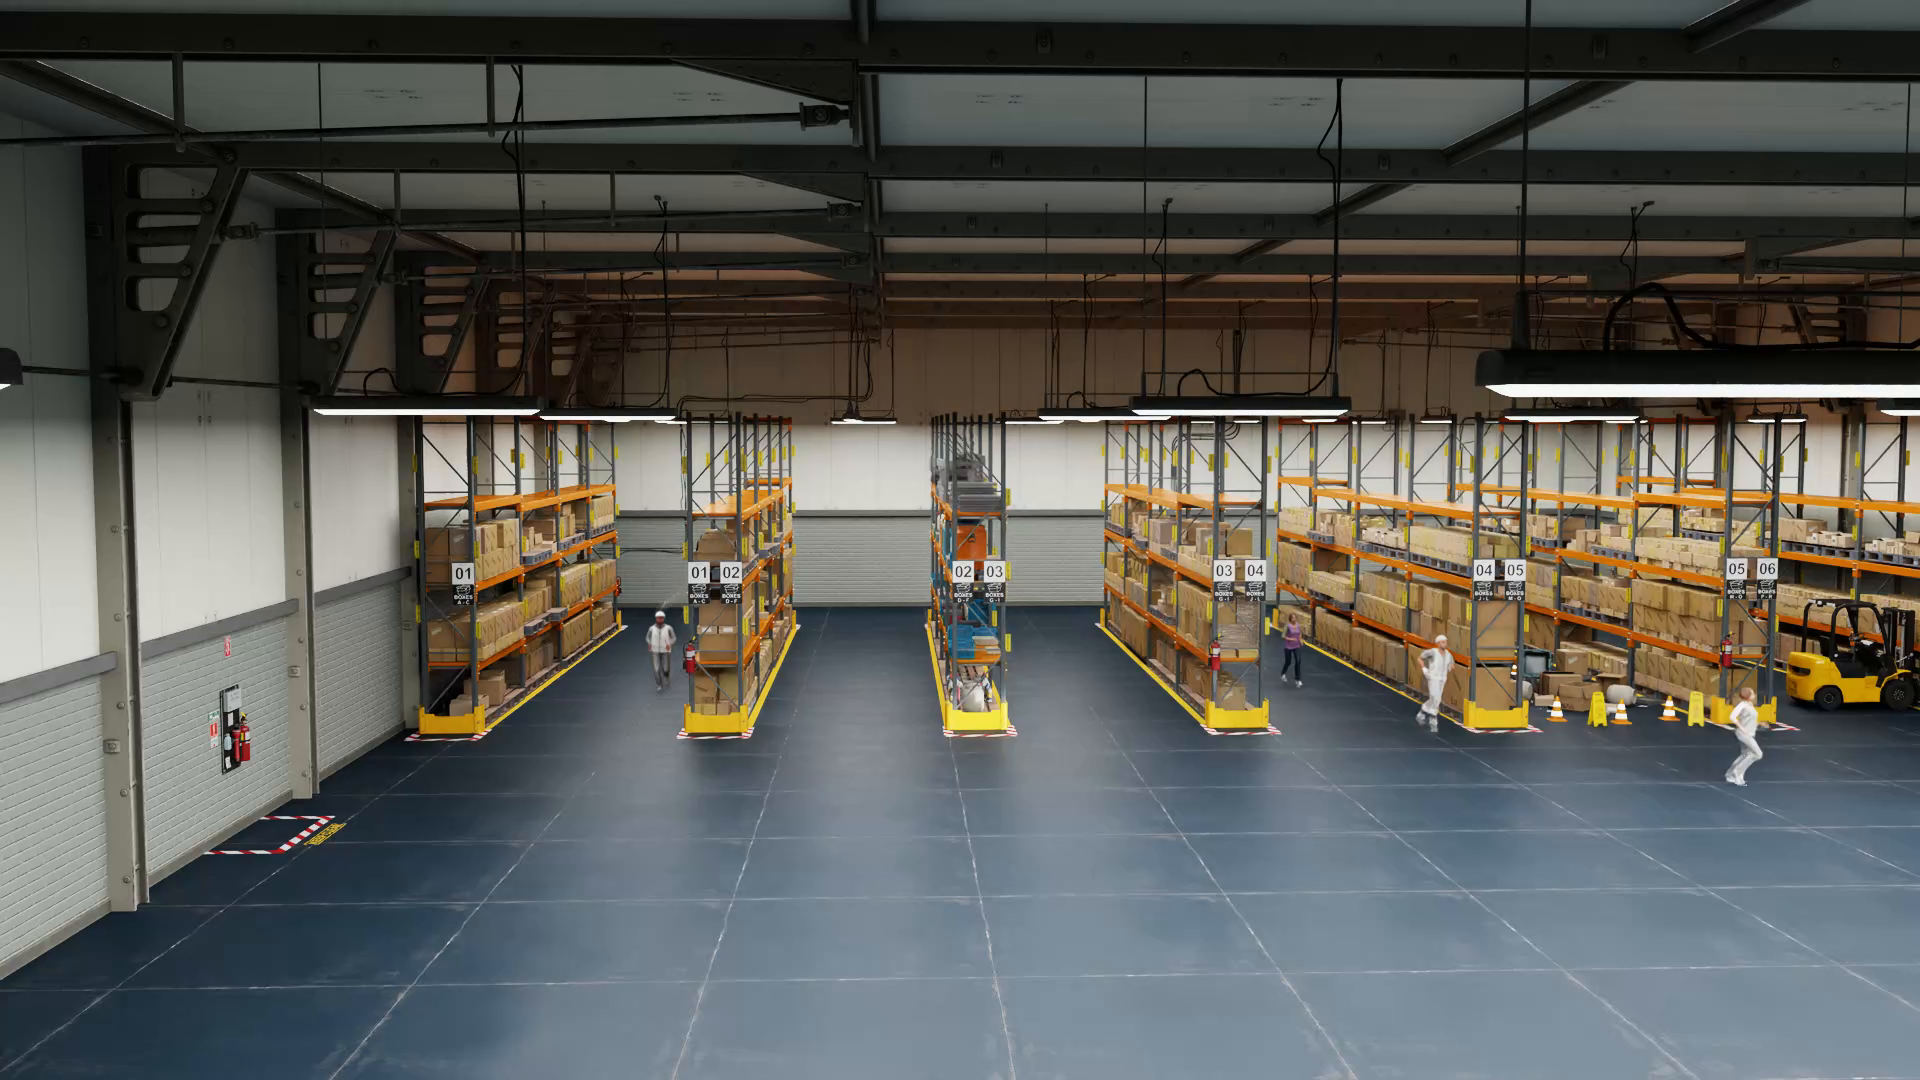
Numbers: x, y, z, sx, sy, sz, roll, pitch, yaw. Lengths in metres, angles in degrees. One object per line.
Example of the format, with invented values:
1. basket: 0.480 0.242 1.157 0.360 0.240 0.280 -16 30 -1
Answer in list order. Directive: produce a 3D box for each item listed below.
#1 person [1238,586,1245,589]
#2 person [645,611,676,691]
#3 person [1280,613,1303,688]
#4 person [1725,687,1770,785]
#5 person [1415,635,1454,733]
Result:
1. person: 7.867 1.665 46.746 0.687 1.776 0.665 0 4 0
2. person: -6.497 2.408 36.051 0.657 1.722 0.609 0 4 -4
3. person: 7.335 2.415 36.770 0.559 1.634 0.809 -1 4 -15
4. person: 12.553 3.122 26.491 0.598 1.560 0.513 3 5 35
5. person: 9.031 2.704 31.547 0.657 1.837 0.750 -2 4 -26
